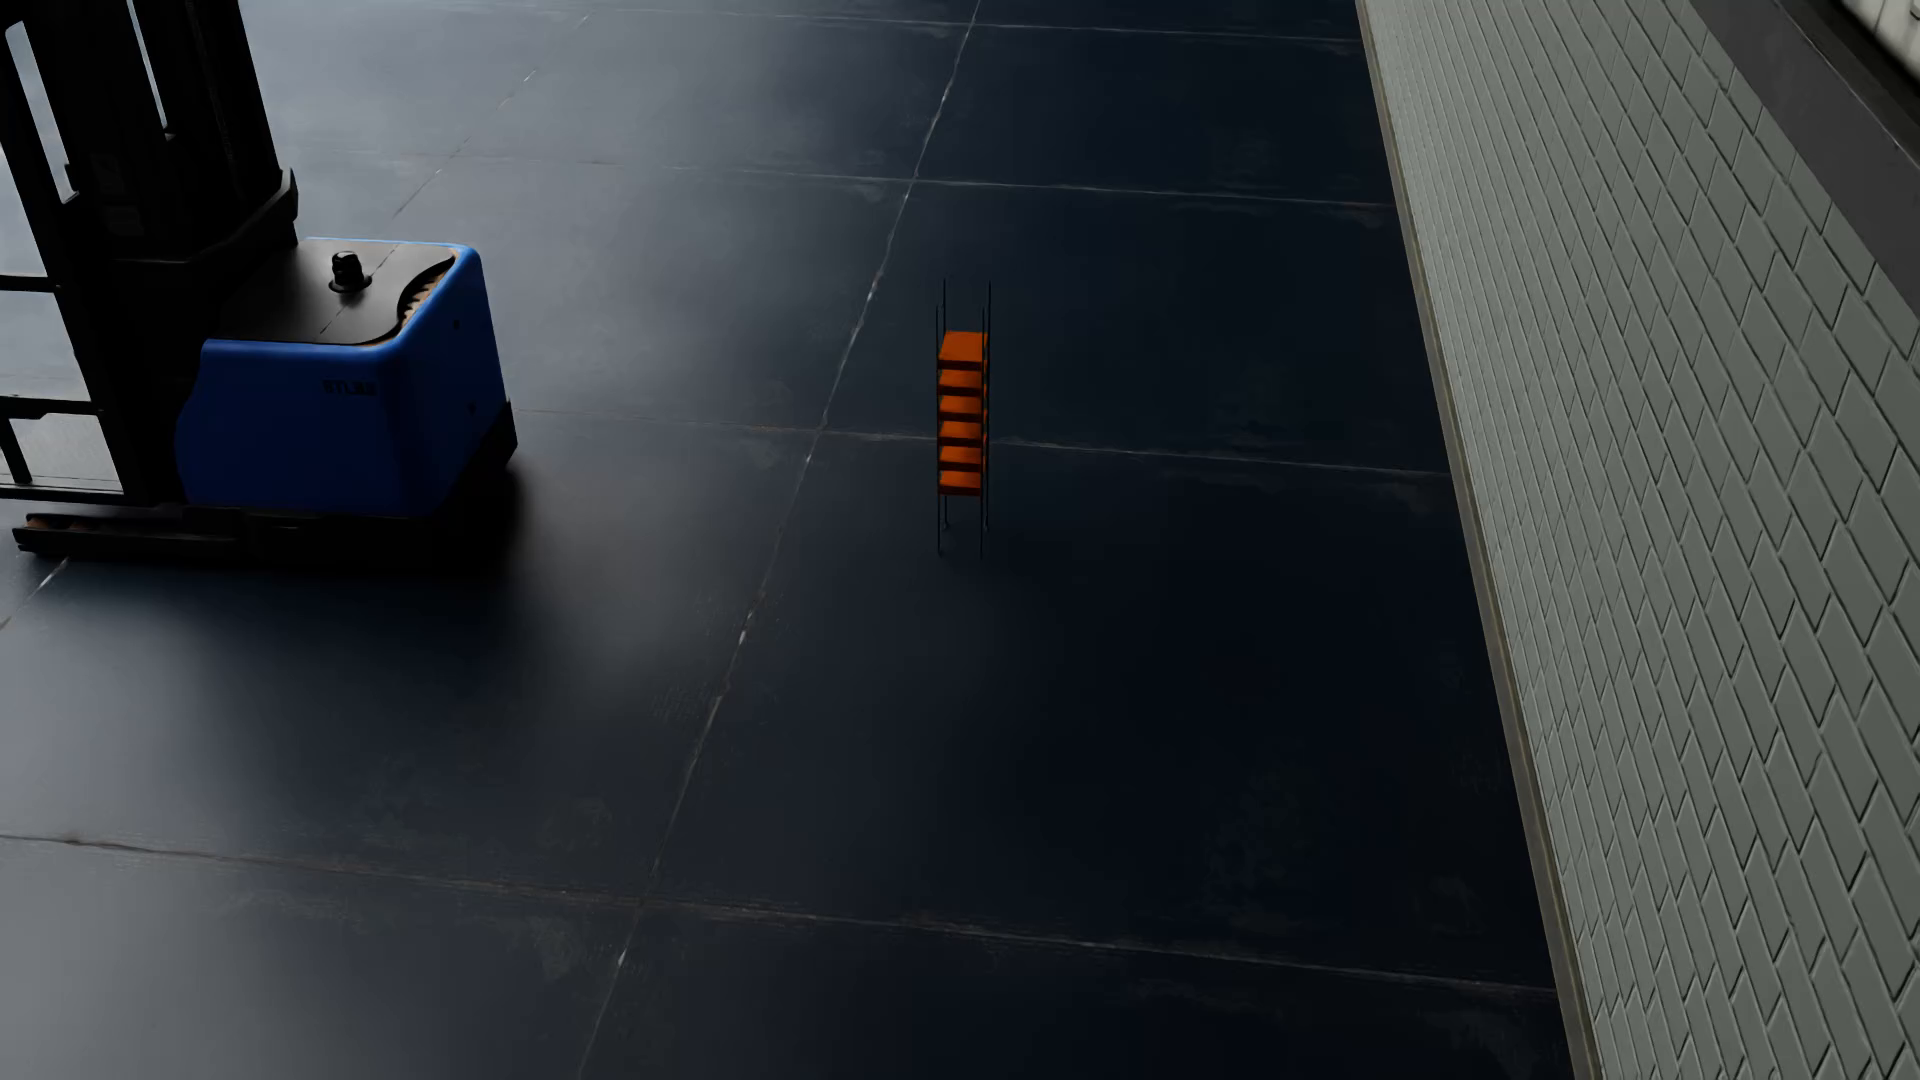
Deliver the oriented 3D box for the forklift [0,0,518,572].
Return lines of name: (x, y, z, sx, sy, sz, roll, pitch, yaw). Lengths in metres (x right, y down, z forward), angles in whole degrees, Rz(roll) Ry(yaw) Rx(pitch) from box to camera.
forklift: (-3.610, -1.360, 6.748, 3.031, 2.797, 1.129, 4, 36, 5)

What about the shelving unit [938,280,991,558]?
shelving unit: (0.017, -0.487, 6.900, 0.184, 1.200, 0.258, 4, 36, 6)

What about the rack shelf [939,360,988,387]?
rack shelf: (0.014, -0.669, 6.771, 0.171, 0.034, 0.221, 4, 36, 6)

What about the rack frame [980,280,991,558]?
rack frame: (0.105, -0.481, 6.890, 0.006, 1.200, 0.240, 4, 36, 6)

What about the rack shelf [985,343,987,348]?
rack shelf: (0.014, -0.760, 6.705, 0.166, 0.020, 0.199, 4, 36, 6)

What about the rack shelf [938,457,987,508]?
rack shelf: (0.014, -0.256, 7.065, 0.180, 0.103, 0.258, 4, 36, 6)

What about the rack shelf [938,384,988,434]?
rack shelf: (0.014, -0.549, 6.856, 0.180, 0.103, 0.258, 4, 36, 6)

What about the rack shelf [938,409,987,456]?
rack shelf: (0.014, -0.451, 6.926, 0.180, 0.103, 0.258, 4, 36, 6)

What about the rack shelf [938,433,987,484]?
rack shelf: (0.014, -0.353, 6.995, 0.180, 0.103, 0.258, 4, 36, 6)
